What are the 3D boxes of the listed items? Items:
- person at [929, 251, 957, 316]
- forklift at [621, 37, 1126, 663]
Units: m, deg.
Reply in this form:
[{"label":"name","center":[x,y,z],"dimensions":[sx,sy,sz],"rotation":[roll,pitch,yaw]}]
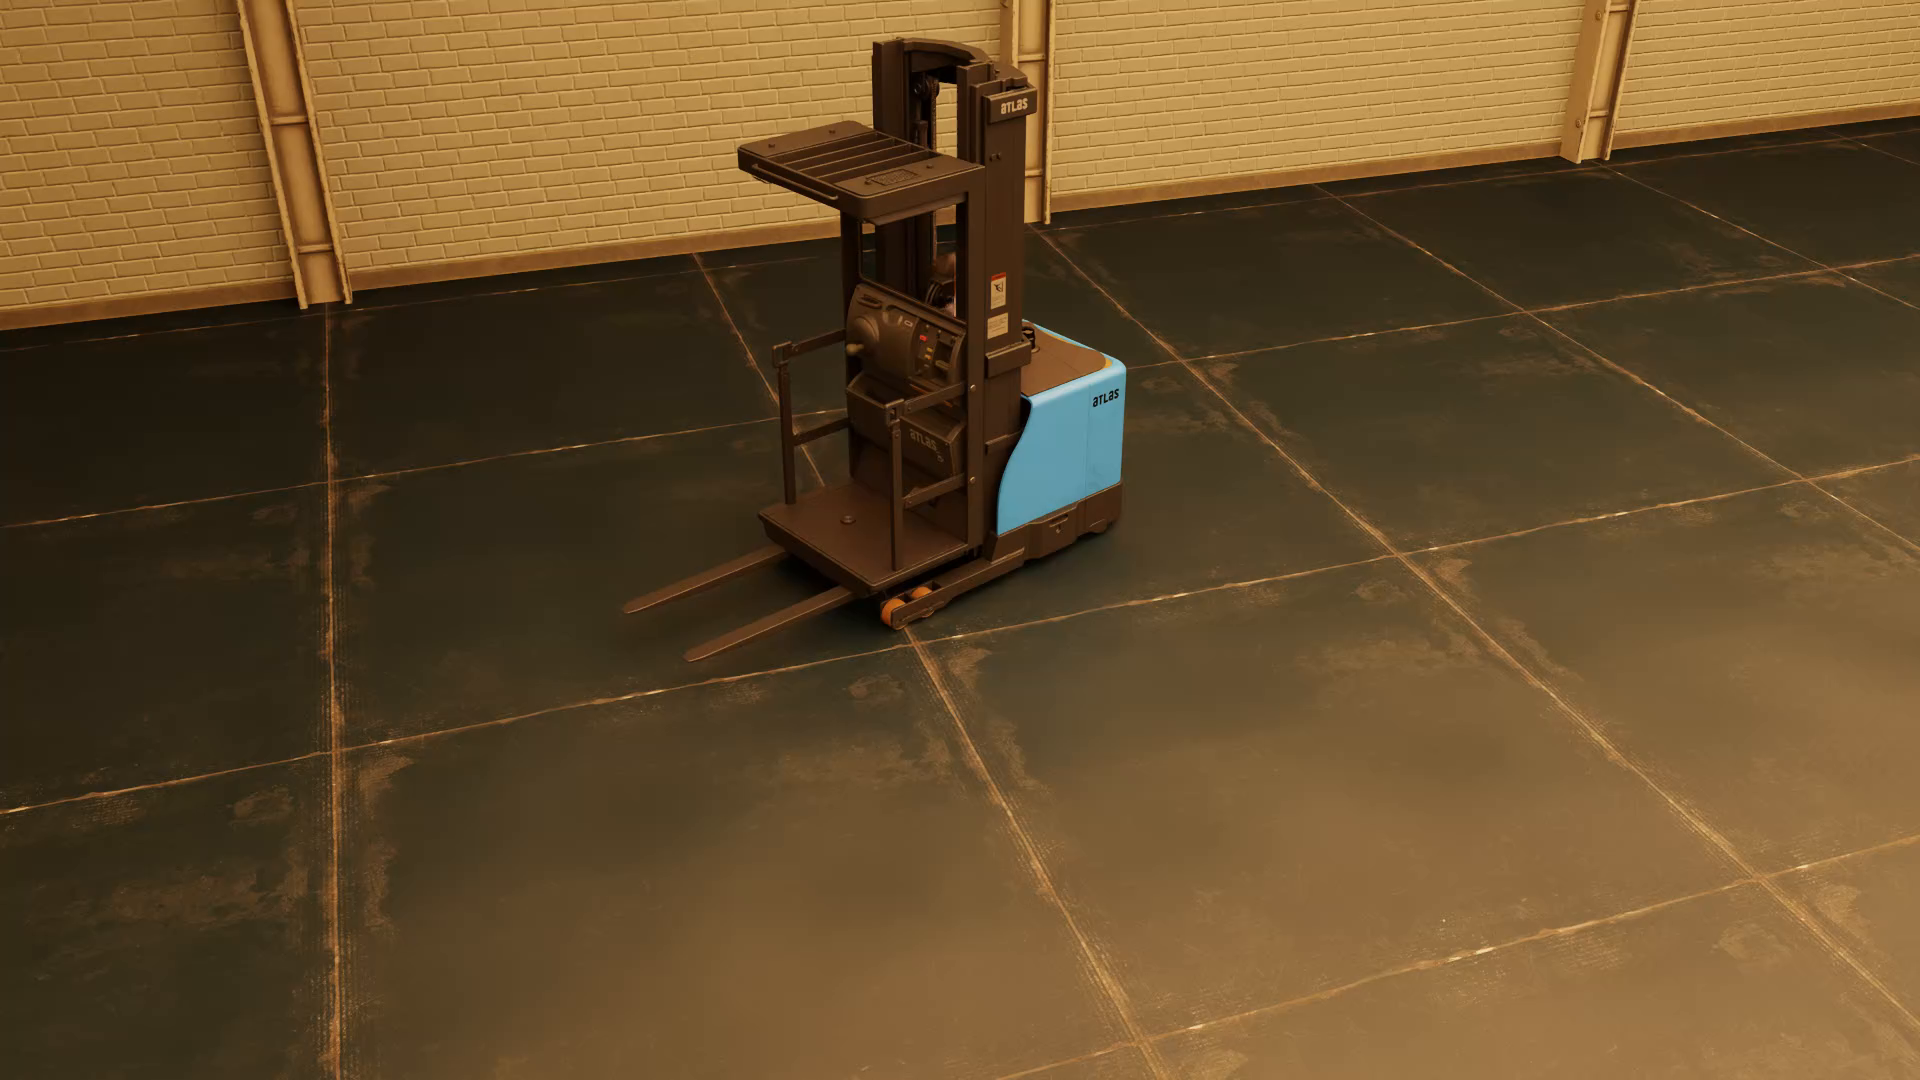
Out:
[{"label":"person","center":[0.086,-0.863,9.537],"dimensions":[0.484,1.655,0.593],"rotation":[-10,31,-16]},{"label":"forklift","center":[-0.461,-1.072,8.951],"dimensions":[3.031,2.935,1.130],"rotation":[-23,37,-34]}]
